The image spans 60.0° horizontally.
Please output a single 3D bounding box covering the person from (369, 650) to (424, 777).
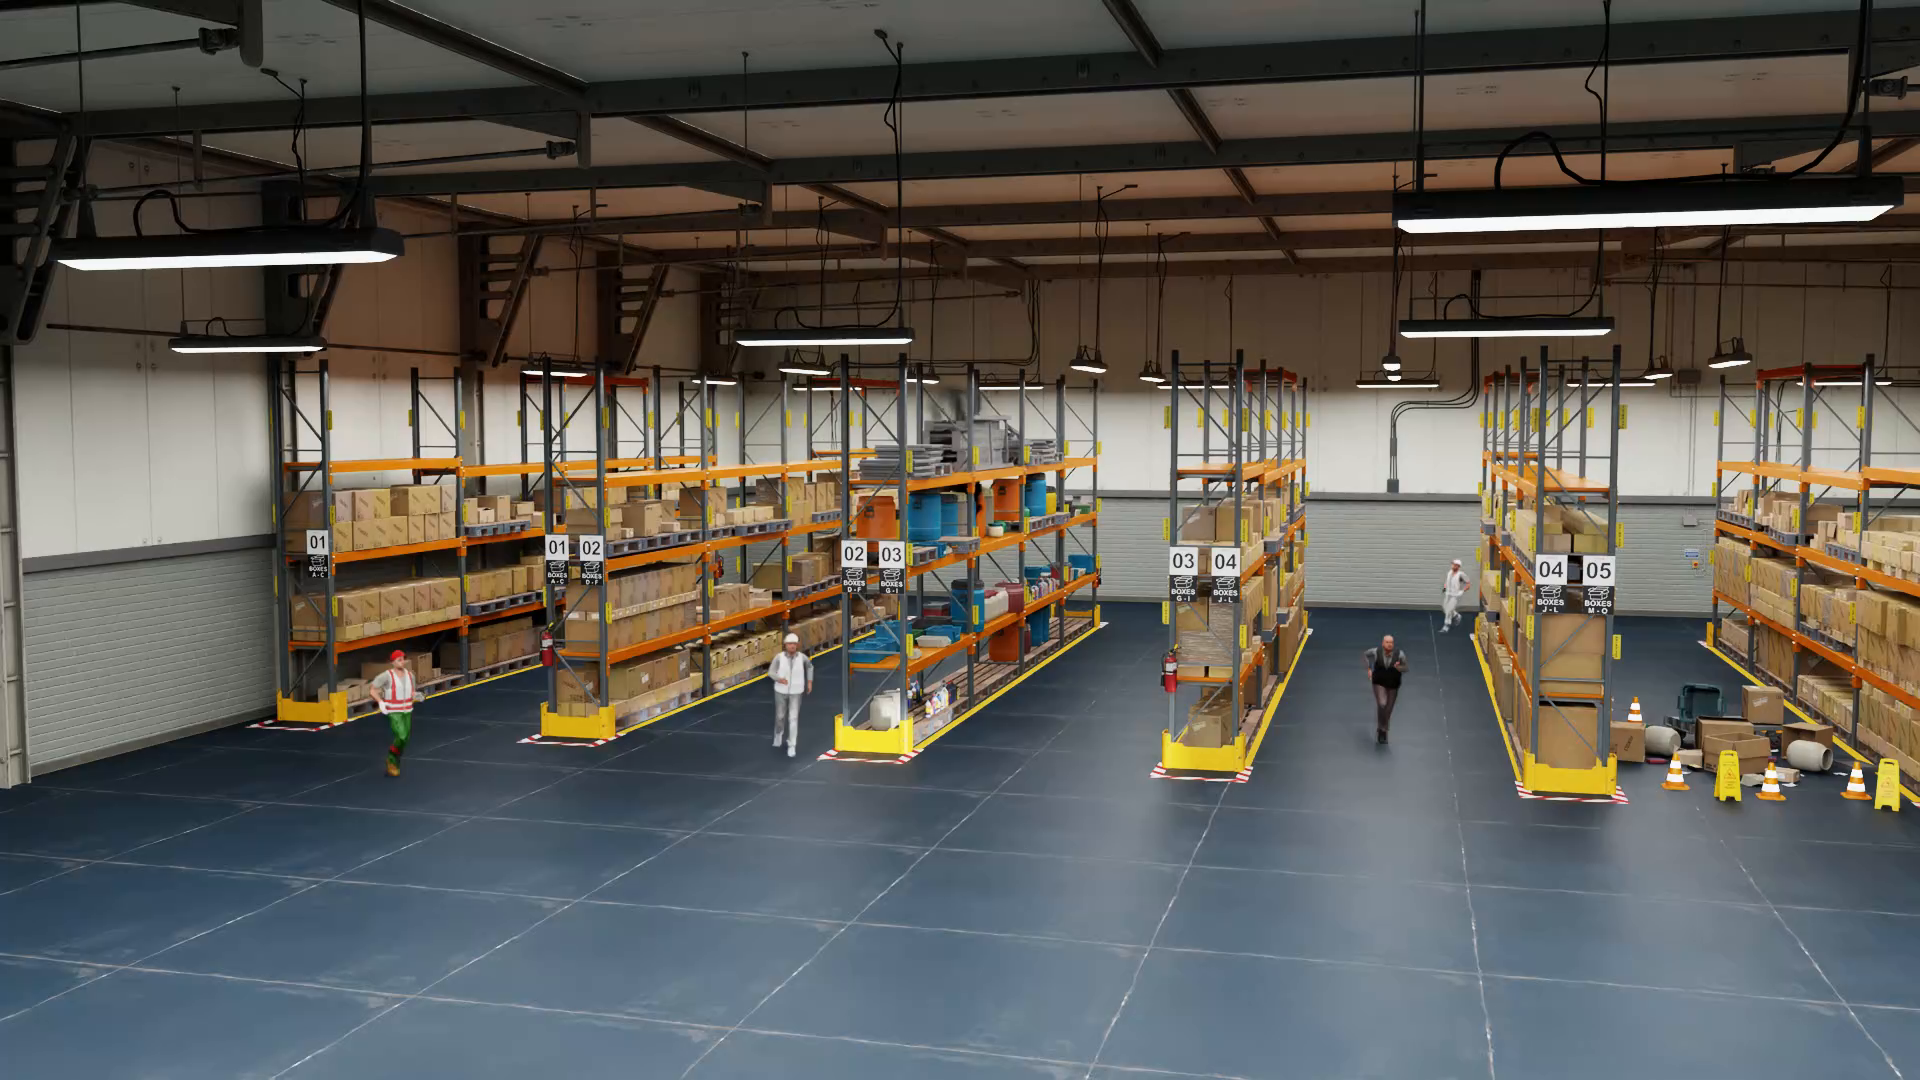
[{"bbox_3d":[-7.869,2.435,23.371,0.674,1.773,0.632,3,5,34],"label":"person"}]

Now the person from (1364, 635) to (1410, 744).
[{"bbox_3d":[6.621,2.301,25.861,0.647,1.694,0.926,0,4,2],"label":"person"}]

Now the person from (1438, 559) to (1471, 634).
[{"bbox_3d":[11.645,1.321,39.072,0.802,1.748,0.679,-3,5,-36],"label":"person"}]

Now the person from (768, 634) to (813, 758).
[{"bbox_3d":[-2.551,2.310,25.072,0.690,1.819,0.837,-1,4,-7],"label":"person"}]
